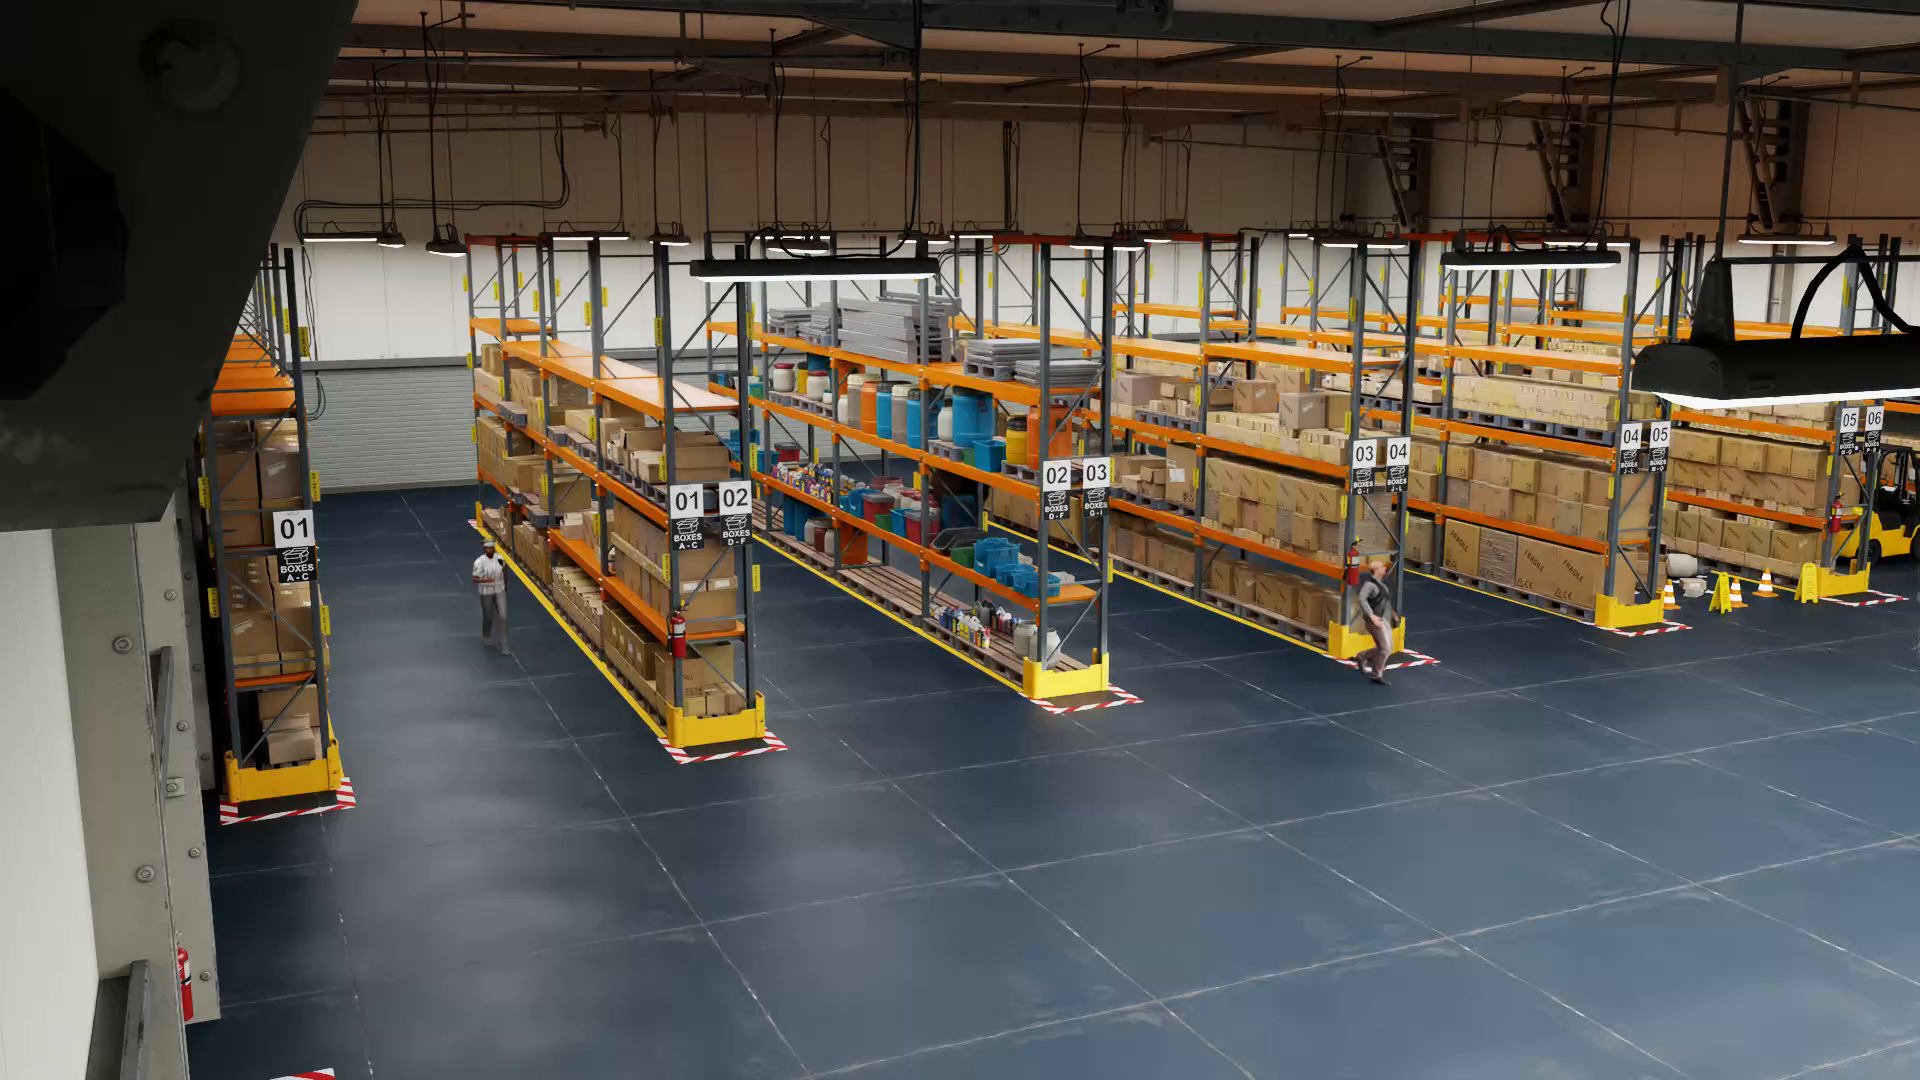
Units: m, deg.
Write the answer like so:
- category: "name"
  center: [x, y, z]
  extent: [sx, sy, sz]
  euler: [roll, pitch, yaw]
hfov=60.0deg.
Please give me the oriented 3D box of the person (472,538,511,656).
- category: "person"
  center: [-6.909, 0.811, 24.531]
  extent: [0.564, 1.750, 0.794]
  euler: [-6, 12, -28]

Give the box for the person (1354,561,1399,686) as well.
- category: "person"
  center: [5.766, 1.129, 22.979]
  extent: [0.582, 1.683, 0.705]
  euler: [8, 13, 35]

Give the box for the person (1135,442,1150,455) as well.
- category: "person"
  center: [4.677, -2.631, 42.147]
  extent: [0.673, 1.773, 0.674]
  euler: [-4, 12, -20]
